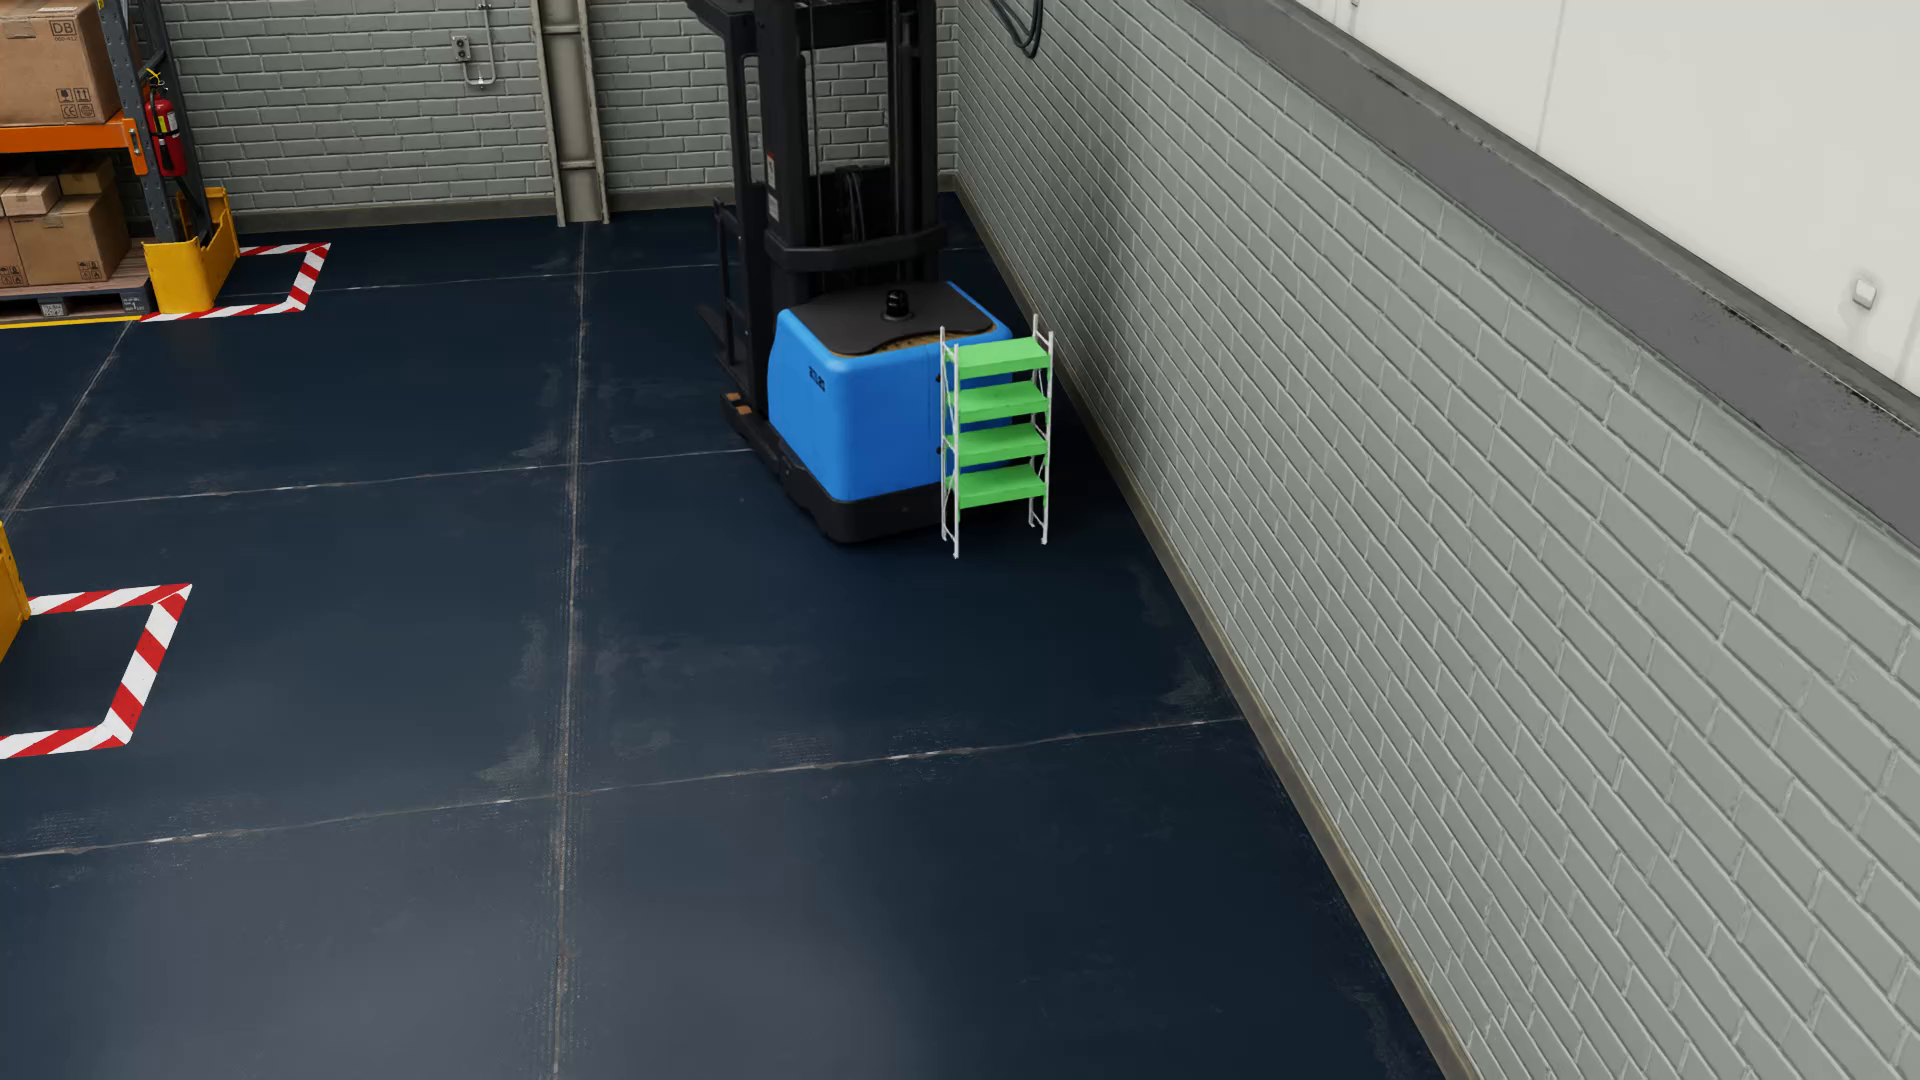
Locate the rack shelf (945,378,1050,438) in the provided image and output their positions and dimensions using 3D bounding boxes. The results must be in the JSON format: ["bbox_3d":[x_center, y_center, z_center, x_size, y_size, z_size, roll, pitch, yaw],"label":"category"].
[{"bbox_3d":[0.180,-0.665,8.350,0.480,0.148,0.258,-10,32,-16],"label":"rack shelf"}]

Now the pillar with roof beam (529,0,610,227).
[{"bbox_3d":[-2.168,-4.253,7.105,0.400,9.000,9.100,-5,31,-9],"label":"pillar with roof beam"}]

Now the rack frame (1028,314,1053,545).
[{"bbox_3d":[0.412,-0.552,8.506,0.015,1.200,0.240,-10,32,-16],"label":"rack frame"}]

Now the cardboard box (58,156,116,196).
[{"bbox_3d":[-6.027,-2.516,11.482,0.250,0.149,0.380,-5,31,-9],"label":"cardboard box"}]

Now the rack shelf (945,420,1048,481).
[{"bbox_3d":[0.180,-0.458,8.472,0.480,0.148,0.258,-10,32,-16],"label":"rack shelf"}]

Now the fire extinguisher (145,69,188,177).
[{"bbox_3d":[-5.212,-2.725,10.870,0.183,0.674,0.296,-5,31,-9],"label":"fire extinguisher"}]

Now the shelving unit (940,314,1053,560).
[{"bbox_3d":[0.180,-0.514,8.440,0.503,1.200,0.258,-10,32,-16],"label":"shelving unit"}]

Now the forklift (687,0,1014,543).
[{"bbox_3d":[-0.788,-1.976,9.218,1.130,2.935,3.031,-13,33,-21],"label":"forklift"}]

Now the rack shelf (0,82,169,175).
[{"bbox_3d":[-7.411,-2.643,10.995,4.000,0.370,1.077,-5,31,-9],"label":"rack shelf"}]

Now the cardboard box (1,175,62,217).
[{"bbox_3d":[-6.208,-2.302,11.118,0.250,0.149,0.380,-6,31,-10],"label":"cardboard box"}]

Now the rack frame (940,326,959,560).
[{"bbox_3d":[-0.052,-0.475,8.373,0.015,1.200,0.240,-10,32,-16],"label":"rack frame"}]

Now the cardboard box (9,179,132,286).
[{"bbox_3d":[-6.114,-2.125,11.457,0.500,0.500,0.700,-5,31,-9],"label":"cardboard box"}]

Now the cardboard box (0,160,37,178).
[{"bbox_3d":[-6.526,-2.469,11.402,0.250,0.149,0.380,-5,31,-9],"label":"cardboard box"}]

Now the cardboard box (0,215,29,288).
[{"bbox_3d":[-6.606,-2.080,11.379,0.500,0.500,0.700,-5,31,-9],"label":"cardboard box"}]

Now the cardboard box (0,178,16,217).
[{"bbox_3d":[-6.459,-2.279,11.078,0.250,0.149,0.380,-5,31,-8],"label":"cardboard box"}]

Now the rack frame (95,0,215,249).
[{"bbox_3d":[-5.444,-3.136,11.123,0.127,3.000,1.000,-5,31,-9],"label":"rack frame"}]

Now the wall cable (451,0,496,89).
[{"bbox_3d":[-4.355,-4.162,11.867,1.851,1.984,0.084,-5,31,-9],"label":"wall cable"}]

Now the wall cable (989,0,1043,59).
[{"bbox_3d":[0.184,-4.721,10.965,0.112,2.526,3.097,-5,31,-9],"label":"wall cable"}]

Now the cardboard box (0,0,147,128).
[{"bbox_3d":[-5.944,-3.213,10.960,0.700,0.700,0.980,-4,31,-7],"label":"cardboard box"}]

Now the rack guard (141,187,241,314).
[{"bbox_3d":[-5.420,-2.060,11.761,0.348,0.500,1.175,-5,31,-9],"label":"rack guard"}]

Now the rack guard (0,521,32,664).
[{"bbox_3d":[-4.623,0.418,7.545,0.348,0.500,1.175,-5,31,-9],"label":"rack guard"}]

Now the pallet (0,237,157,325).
[{"bbox_3d":[-6.216,-1.822,11.640,1.213,0.211,1.003,-5,31,-9],"label":"pallet"}]

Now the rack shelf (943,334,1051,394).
[{"bbox_3d":[0.180,-0.872,8.229,0.480,0.148,0.258,-10,32,-16],"label":"rack shelf"}]

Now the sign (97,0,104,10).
[{"bbox_3d":[-5.360,-3.465,10.308,0.005,0.325,0.100,-5,31,-9],"label":"sign"}]

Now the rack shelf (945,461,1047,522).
[{"bbox_3d":[0.180,-0.252,8.594,0.480,0.148,0.258,-10,32,-16],"label":"rack shelf"}]
